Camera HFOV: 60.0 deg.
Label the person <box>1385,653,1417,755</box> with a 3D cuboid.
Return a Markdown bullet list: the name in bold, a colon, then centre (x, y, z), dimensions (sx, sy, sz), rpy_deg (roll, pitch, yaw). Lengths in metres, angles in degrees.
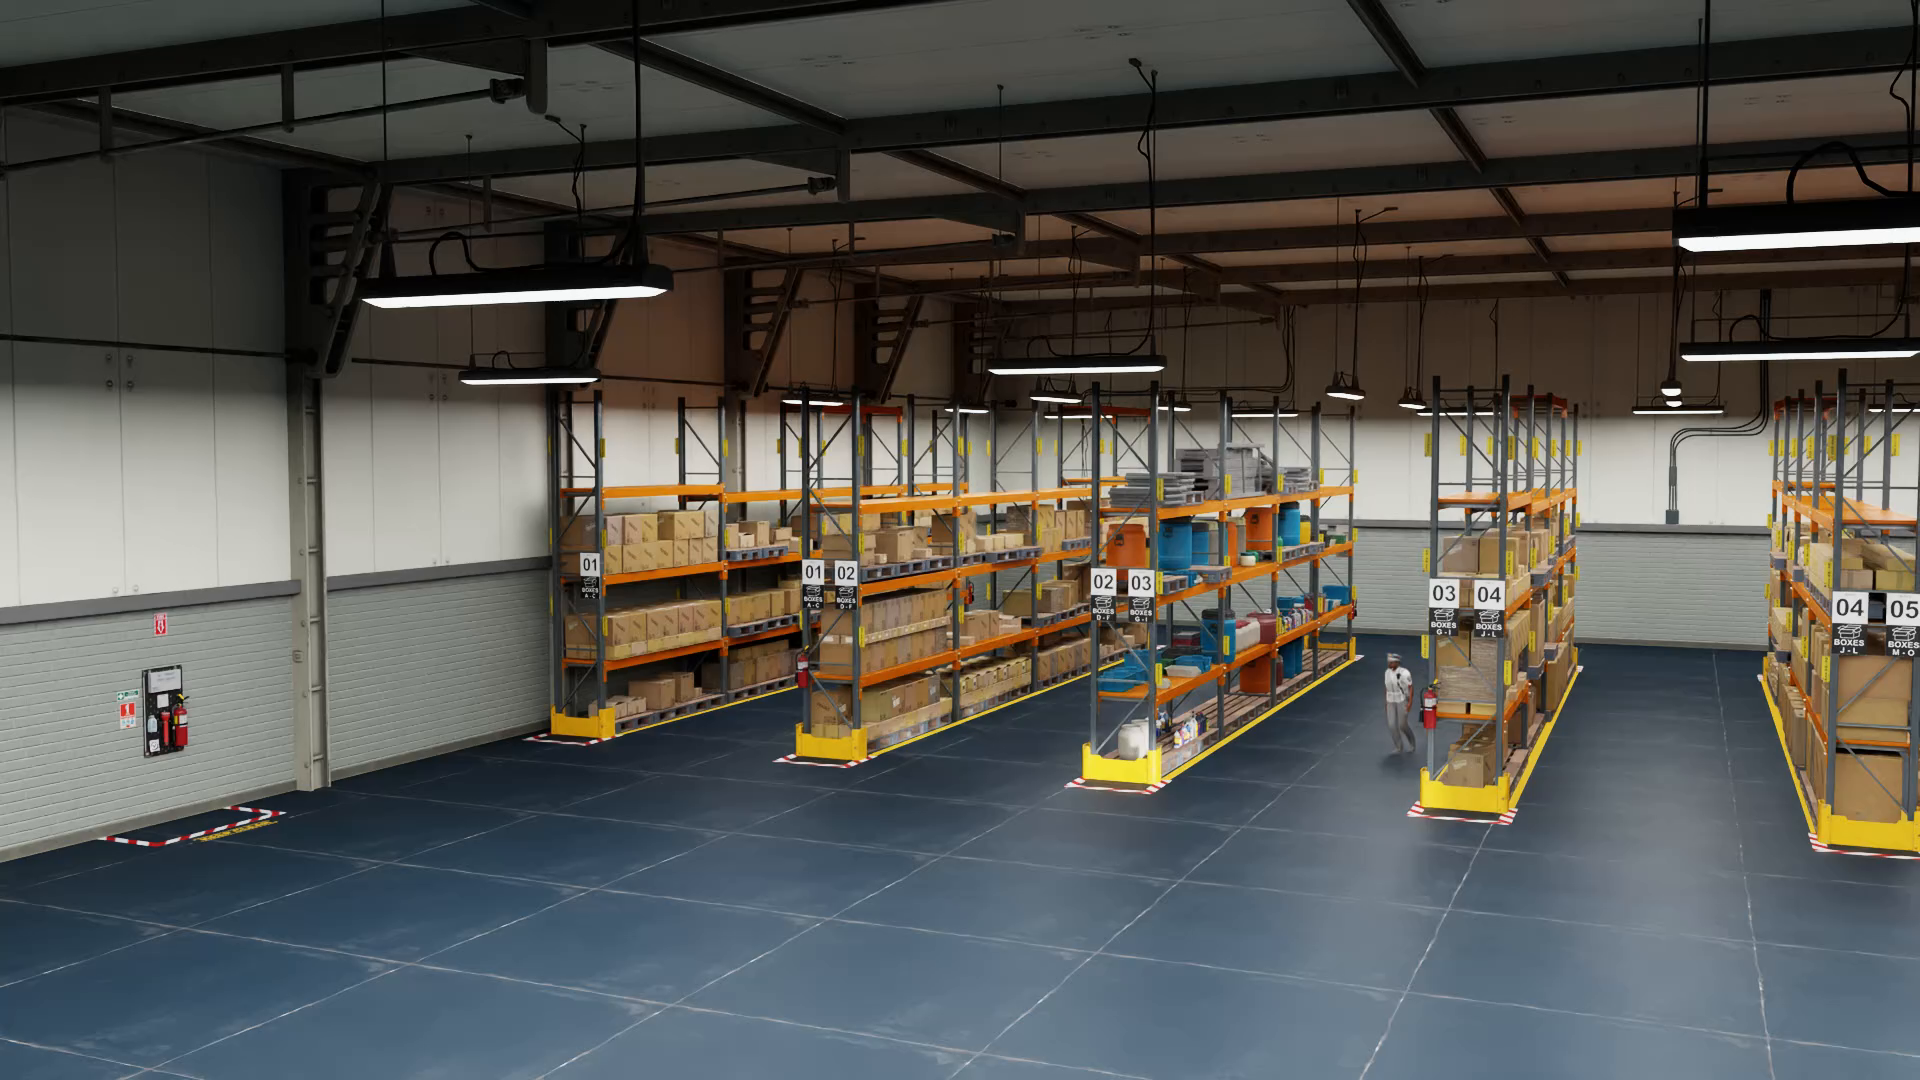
- **person**: centre (7.228, 2.673, 27.320), dimensions (0.522, 1.658, 0.506), rpy_deg (3, 4, 43)

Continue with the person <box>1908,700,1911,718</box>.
- **person**: centre (17.772, 2.455, 30.841), dimensions (0.575, 1.767, 0.410), rpy_deg (0, 3, -1)
